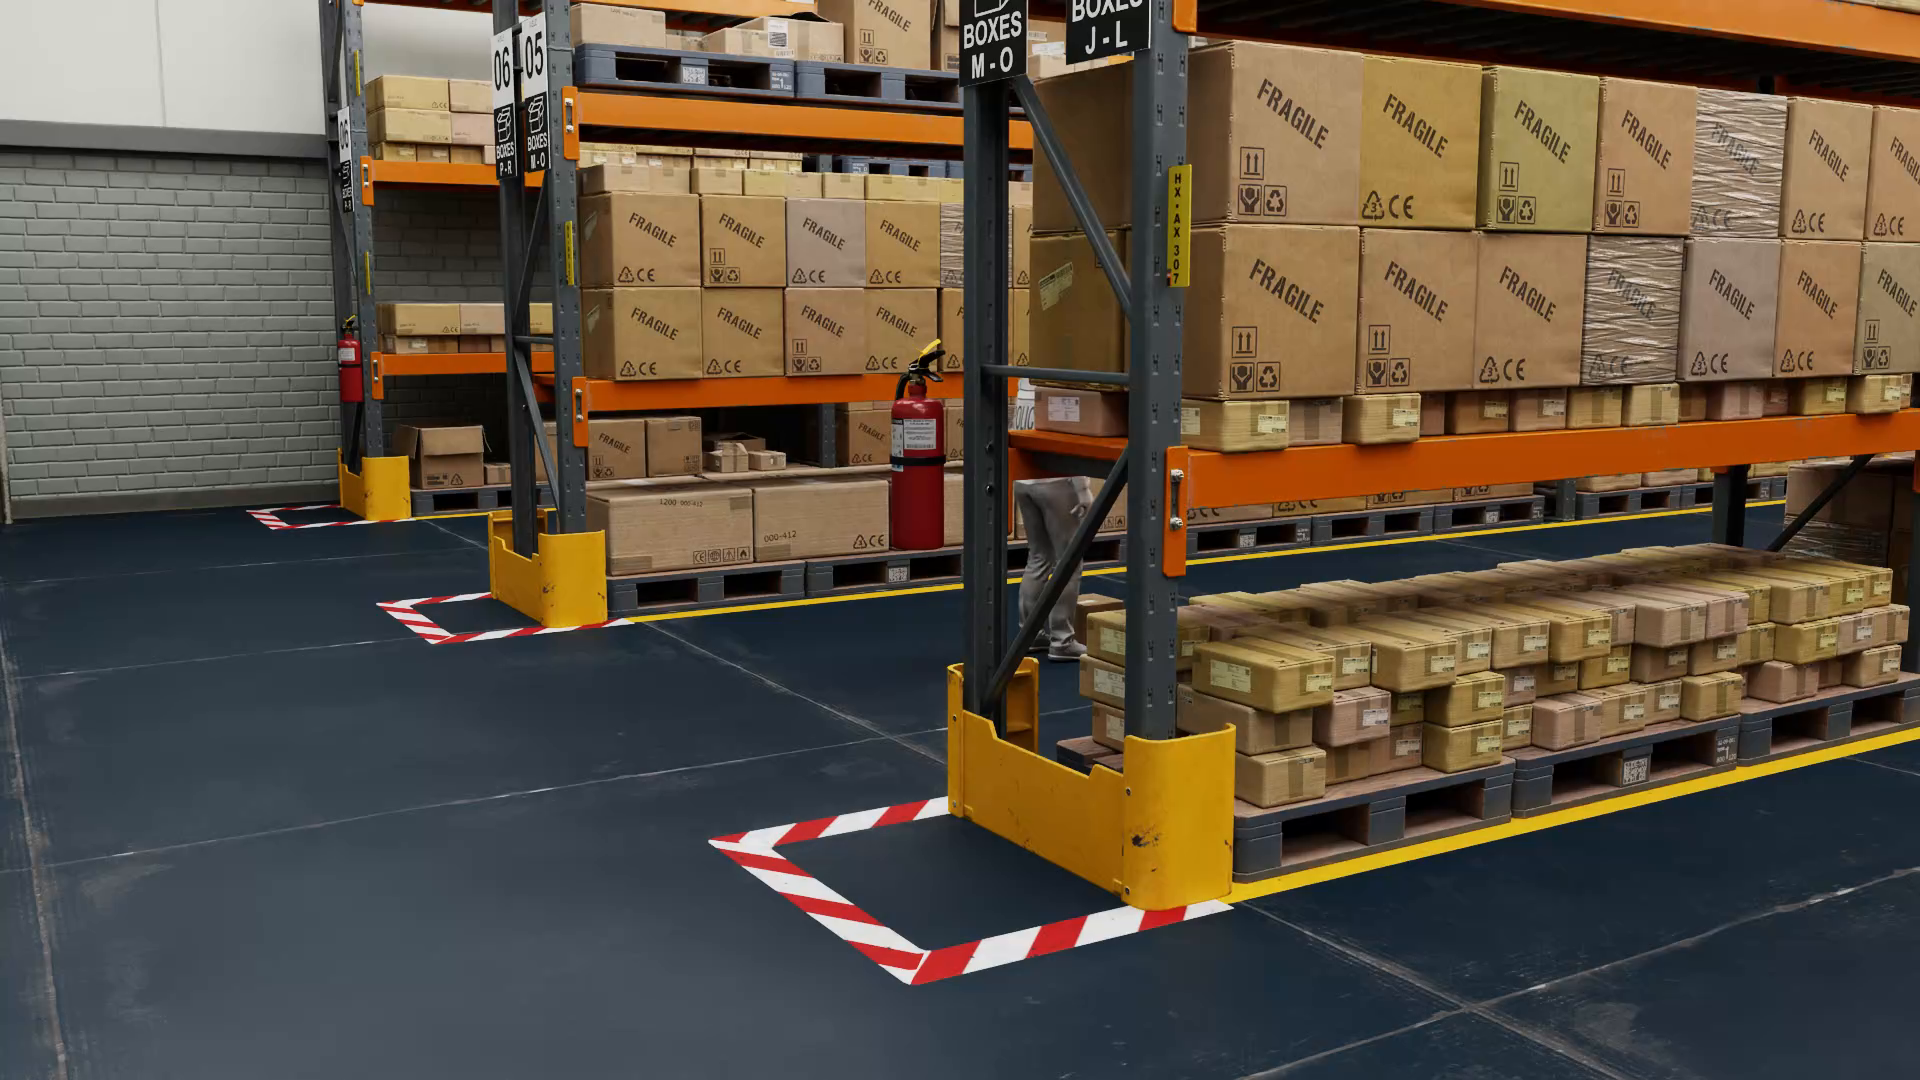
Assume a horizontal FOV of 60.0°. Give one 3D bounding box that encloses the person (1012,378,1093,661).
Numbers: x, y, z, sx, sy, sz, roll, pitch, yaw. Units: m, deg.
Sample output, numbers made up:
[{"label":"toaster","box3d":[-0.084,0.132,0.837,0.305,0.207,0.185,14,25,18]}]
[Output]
[{"label":"person","box3d":[0.446,-0.259,8.103,0.371,1.663,0.529,-5,10,-30]}]
